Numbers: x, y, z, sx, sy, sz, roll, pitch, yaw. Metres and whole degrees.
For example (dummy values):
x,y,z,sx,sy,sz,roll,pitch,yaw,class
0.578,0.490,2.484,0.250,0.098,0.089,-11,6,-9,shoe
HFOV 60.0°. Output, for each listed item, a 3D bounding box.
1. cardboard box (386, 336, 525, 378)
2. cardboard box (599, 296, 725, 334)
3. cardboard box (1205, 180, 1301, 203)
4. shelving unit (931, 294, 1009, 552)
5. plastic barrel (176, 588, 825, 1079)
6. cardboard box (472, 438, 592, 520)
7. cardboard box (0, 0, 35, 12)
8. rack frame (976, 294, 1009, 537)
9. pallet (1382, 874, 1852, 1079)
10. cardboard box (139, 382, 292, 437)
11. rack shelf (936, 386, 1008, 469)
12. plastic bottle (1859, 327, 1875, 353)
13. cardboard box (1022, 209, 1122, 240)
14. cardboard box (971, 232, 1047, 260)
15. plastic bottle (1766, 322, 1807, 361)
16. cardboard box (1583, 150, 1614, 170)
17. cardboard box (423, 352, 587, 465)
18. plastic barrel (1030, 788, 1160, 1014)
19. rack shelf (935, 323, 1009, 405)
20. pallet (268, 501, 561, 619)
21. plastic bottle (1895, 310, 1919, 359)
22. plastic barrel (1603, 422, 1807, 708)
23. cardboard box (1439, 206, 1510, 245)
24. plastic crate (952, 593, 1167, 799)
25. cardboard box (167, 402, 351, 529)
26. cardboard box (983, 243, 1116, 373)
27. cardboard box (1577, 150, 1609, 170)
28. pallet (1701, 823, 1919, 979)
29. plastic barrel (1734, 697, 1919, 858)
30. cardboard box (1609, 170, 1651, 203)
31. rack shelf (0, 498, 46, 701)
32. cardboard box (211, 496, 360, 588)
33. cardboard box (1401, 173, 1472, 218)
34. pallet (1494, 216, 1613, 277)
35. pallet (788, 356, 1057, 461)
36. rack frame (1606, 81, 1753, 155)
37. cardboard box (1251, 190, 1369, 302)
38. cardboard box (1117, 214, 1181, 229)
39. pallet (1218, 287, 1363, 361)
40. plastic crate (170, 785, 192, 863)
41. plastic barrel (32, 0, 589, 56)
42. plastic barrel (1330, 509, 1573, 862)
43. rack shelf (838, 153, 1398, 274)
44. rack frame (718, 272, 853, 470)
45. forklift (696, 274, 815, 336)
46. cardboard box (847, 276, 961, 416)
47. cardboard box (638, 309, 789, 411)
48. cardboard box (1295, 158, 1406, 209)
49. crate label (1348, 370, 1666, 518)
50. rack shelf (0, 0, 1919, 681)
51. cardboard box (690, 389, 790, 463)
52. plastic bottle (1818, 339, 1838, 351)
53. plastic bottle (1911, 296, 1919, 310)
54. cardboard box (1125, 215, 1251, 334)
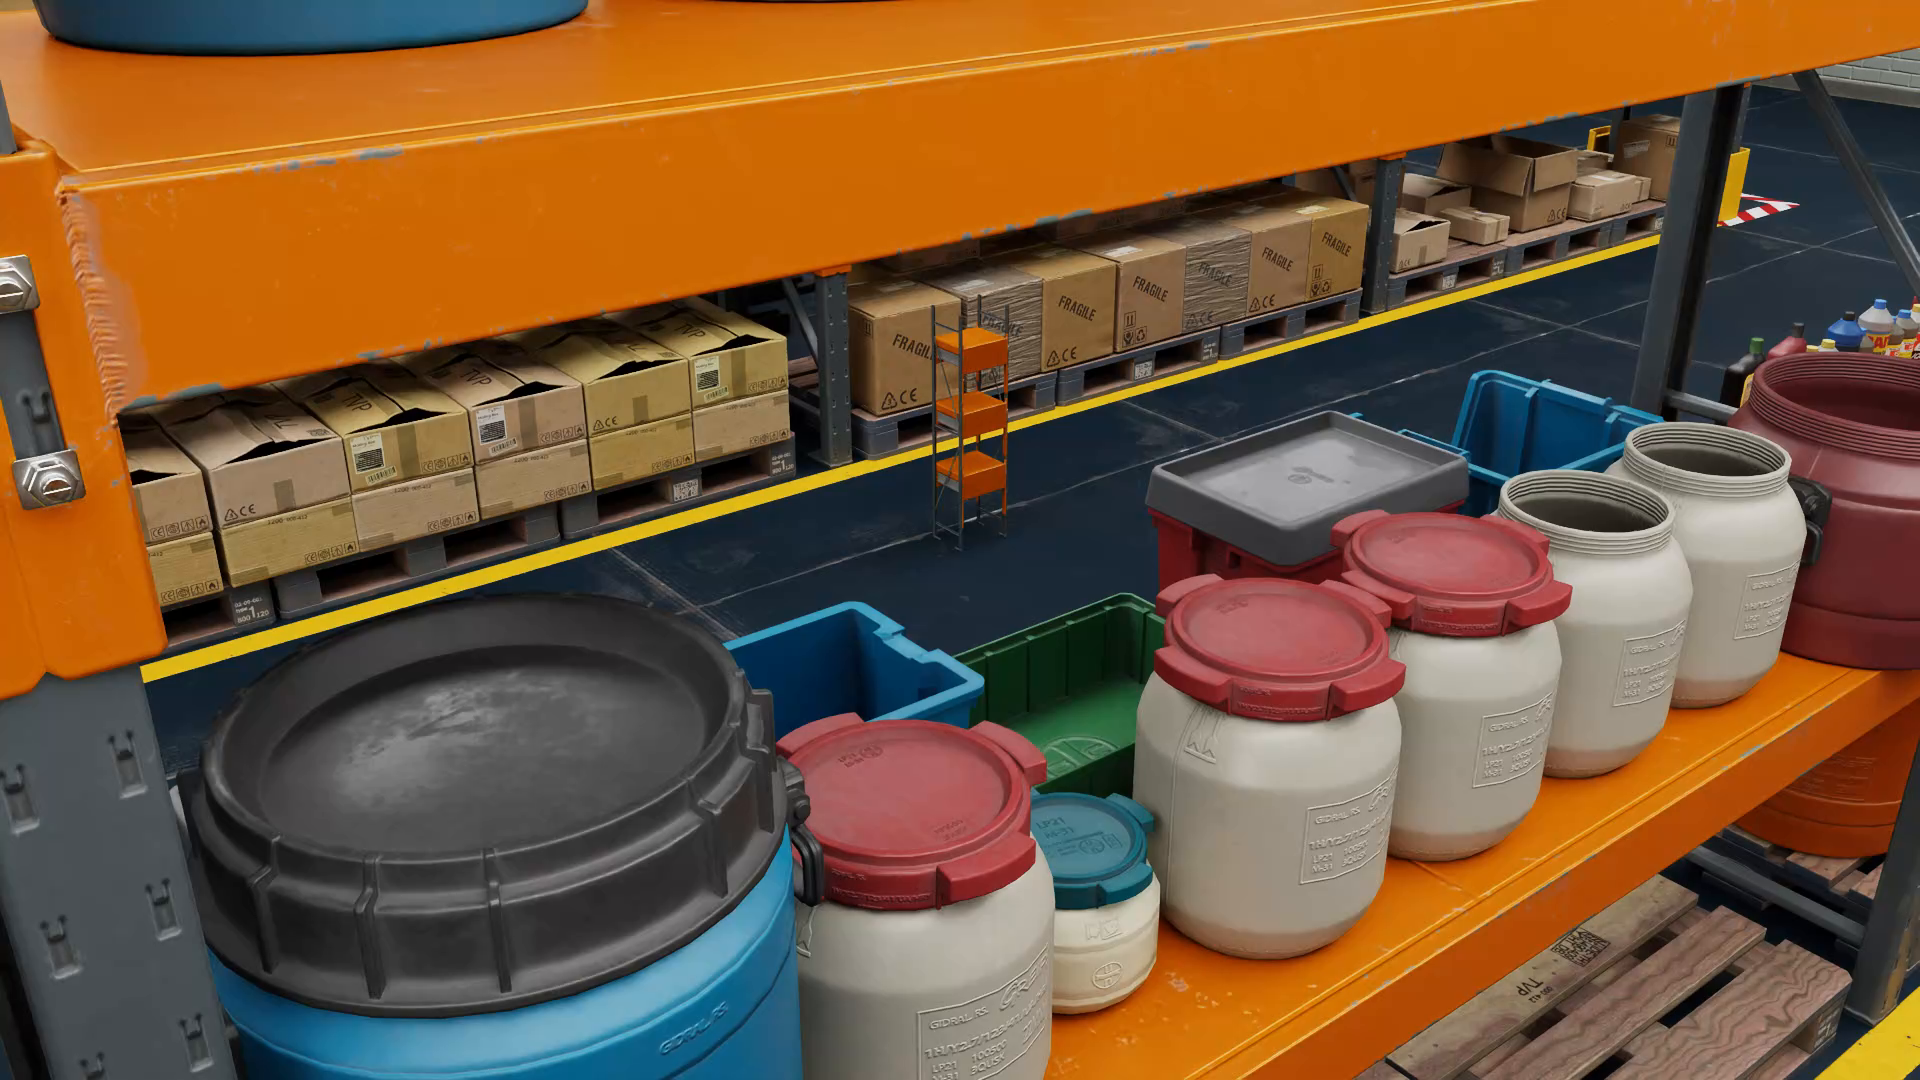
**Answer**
x,y,z,sx,sy,sz,roll,pitch,yaw,class
-2.279,-0.767,7.442,0.500,0.311,0.500,-19,31,-35,cardboard box
-1.468,-1.038,8.026,0.500,0.311,0.500,-17,30,-32,cardboard box
1.742,-1.939,10.312,0.500,0.500,0.500,-20,31,-36,cardboard box
0.042,-0.490,7.059,0.252,1.050,0.215,-18,31,-34,shelving unit
-0.478,0.574,1.855,0.708,0.901,0.600,-18,31,-34,plastic barrel
-1.939,-0.341,7.188,0.500,0.250,0.500,-17,30,-33,cardboard box
-5.717,-3.171,9.877,0.500,0.500,0.700,-14,28,-27,cardboard box
0.138,-0.522,7.127,0.008,1.050,0.200,-18,31,-34,rack frame
1.545,1.216,4.380,1.213,0.211,1.003,-18,31,-34,pallet
-3.081,-0.504,6.875,0.500,0.311,0.500,-18,31,-34,cardboard box
0.042,-0.480,7.063,0.240,0.259,0.215,-18,31,-34,rack shelf
2.748,-0.554,5.116,0.097,0.201,0.097,0,25,0,plastic bottle
0.561,-1.889,9.314,0.500,0.250,0.500,-19,31,-35,cardboard box
0.124,-1.400,9.151,0.500,0.500,0.500,-20,31,-36,cardboard box
2.416,-0.491,4.884,0.133,0.283,0.061,-18,31,-34,plastic bottle
4.879,-2.869,12.733,0.250,0.149,0.380,-18,31,-34,cardboard box
-1.939,-0.592,7.064,0.500,0.311,0.500,-18,31,-34,cardboard box
0.168,0.571,2.621,0.301,0.262,0.301,0,25,0,plastic barrel
0.042,-0.738,6.944,0.240,0.259,0.215,-18,31,-34,rack shelf
-2.506,-0.099,7.212,1.213,0.211,1.003,-18,31,-34,pallet
2.977,-0.630,5.279,0.097,0.201,0.097,0,25,0,plastic bottle
1.501,0.050,3.447,0.421,0.512,0.421,0,25,0,plastic barrel
3.411,-2.098,11.051,0.250,0.166,0.380,-18,31,-34,cardboard box
0.228,0.352,3.181,0.662,0.188,0.450,-18,31,-34,plastic crate
-2.740,-0.326,6.491,0.500,0.311,0.500,-19,31,-36,cardboard box
0.466,-1.235,8.795,0.500,0.500,0.500,-19,31,-35,cardboard box
4.424,-2.733,12.319,0.500,0.250,0.500,-18,31,-34,cardboard box
2.774,0.809,5.257,1.213,0.211,1.003,-18,31,-34,pallet
2.554,0.423,4.853,0.708,0.830,0.600,-18,31,-34,plastic barrel
4.771,-2.574,12.076,0.250,0.166,0.380,-18,31,-34,cardboard box
-2.542,0.287,0.361,4.000,0.370,1.077,-18,31,-34,rack shelf
-2.743,-0.074,6.614,0.500,0.250,0.500,-19,31,-36,cardboard box
3.137,-2.335,11.390,0.500,0.311,0.500,-18,31,-34,cardboard box
3.775,-2.150,11.633,1.213,0.211,1.003,-18,31,-34,pallet
-0.264,-0.796,8.715,1.213,0.211,1.003,-18,31,-34,pallet
5.421,-3.958,12.215,0.127,3.000,1.000,-18,31,-34,rack frame
2.062,-1.761,9.928,0.500,0.500,0.500,-18,31,-34,cardboard box
0.931,-1.670,9.732,0.500,0.500,0.500,-18,30,-33,cardboard box
1.656,-1.430,10.080,1.213,0.211,1.003,-18,31,-34,pallet
-0.776,0.545,2.436,0.583,0.464,0.402,-18,31,-34,plastic crate
-0.702,-0.991,1.663,0.708,0.901,0.600,-18,31,-34,plastic barrel
0.837,0.261,2.963,0.433,0.535,0.433,0,25,0,plastic barrel
0.699,-2.073,9.008,4.000,0.370,1.077,-18,31,-34,rack shelf
-0.875,-1.880,7.737,0.127,3.000,1.000,-18,31,-34,rack frame
-1.625,-2.599,9.368,3.031,2.935,1.130,-19,31,-36,forklift
-0.340,-0.969,8.221,0.500,0.500,0.500,-17,30,-32,cardboard box
-1.135,-0.860,7.640,0.500,0.311,0.500,-17,30,-33,cardboard box
2.546,-2.226,10.931,0.500,0.500,0.500,-18,31,-34,cardboard box
1.230,-0.085,3.829,0.616,0.435,0.502,-18,31,-34,crate label
0.605,-0.752,2.600,4.000,0.370,1.077,-18,31,-34,rack shelf
-1.138,-0.605,7.759,0.500,0.250,0.500,-17,30,-33,cardboard box
2.594,-0.503,5.007,0.097,0.201,0.097,0,25,0,plastic bottle
3.134,-0.728,5.394,0.133,0.283,0.061,-18,31,-34,plastic bottle
1.273,-1.505,9.377,0.500,0.500,0.500,-18,30,-33,cardboard box
